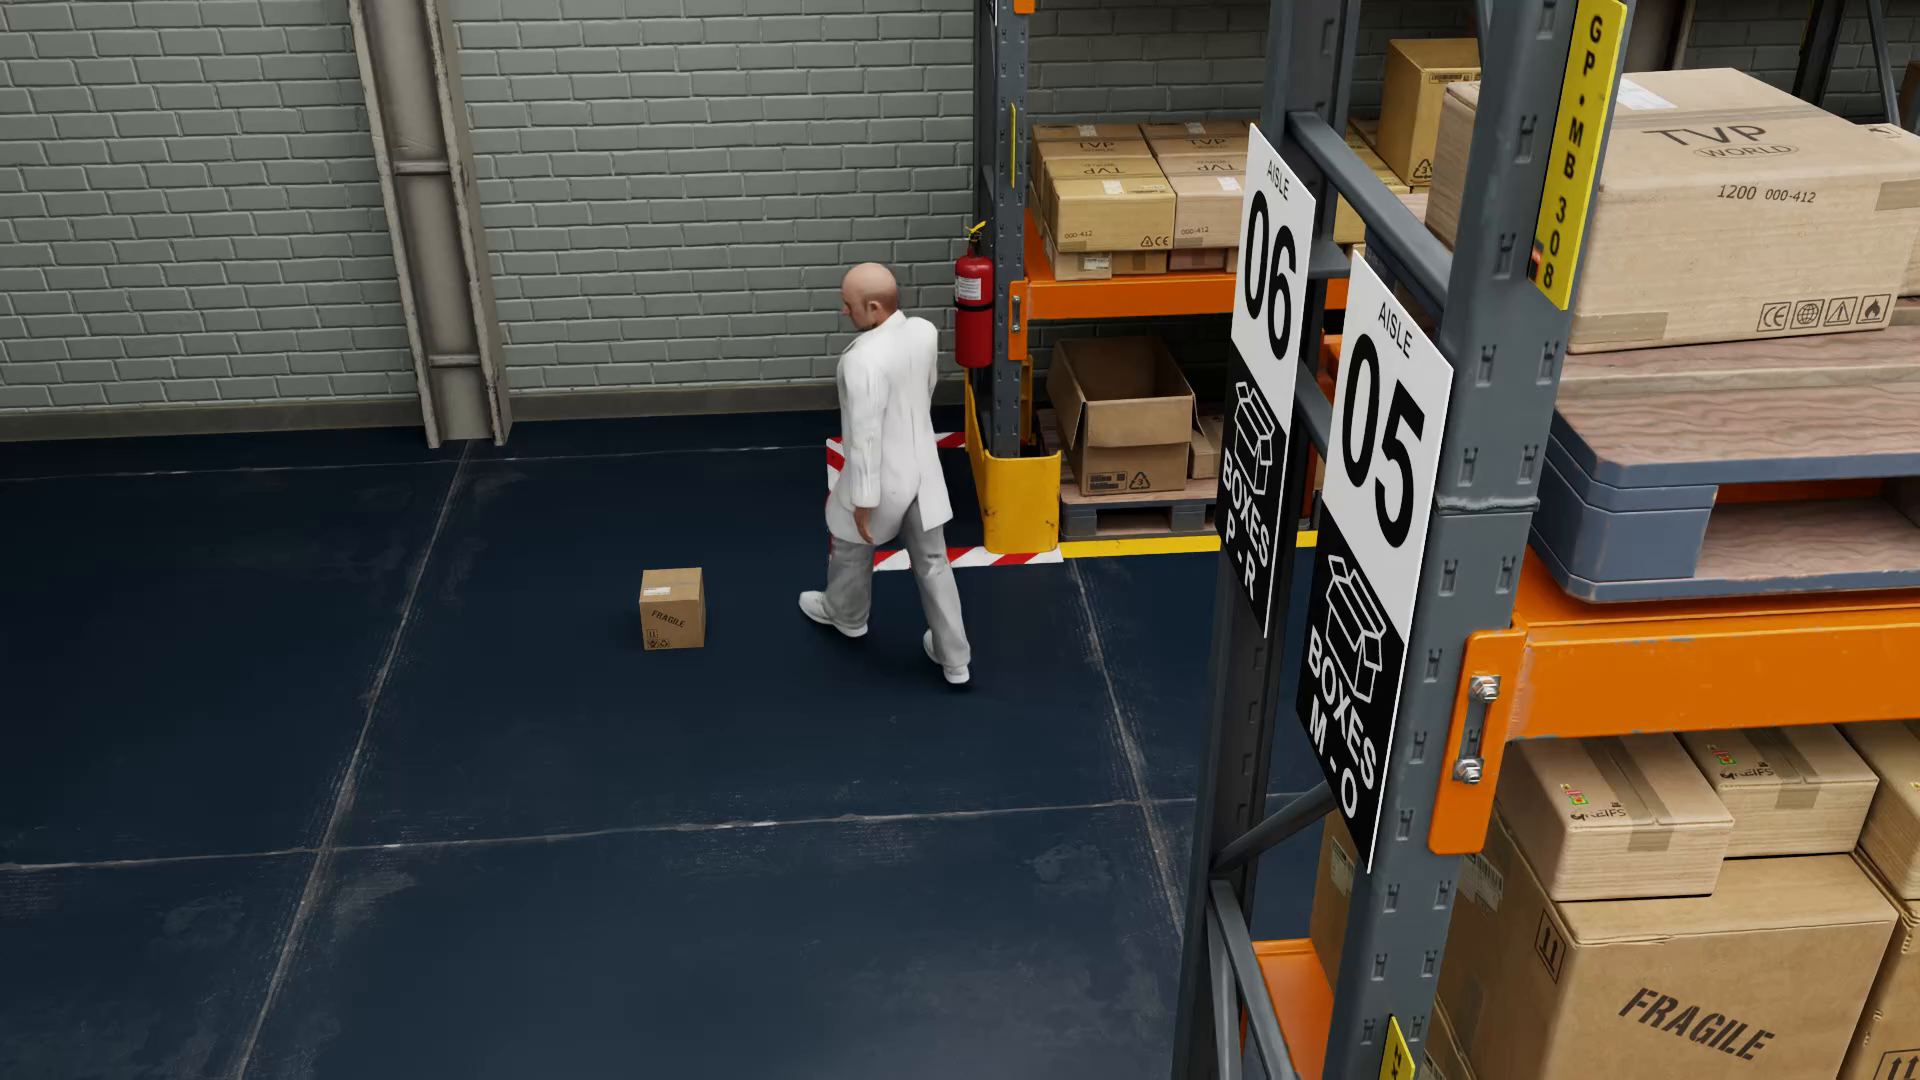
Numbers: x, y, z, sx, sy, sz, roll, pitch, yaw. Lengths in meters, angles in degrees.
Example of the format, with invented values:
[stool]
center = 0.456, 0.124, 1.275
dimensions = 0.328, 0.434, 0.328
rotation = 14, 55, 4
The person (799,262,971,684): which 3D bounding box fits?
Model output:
[person]
center = -0.308, -0.313, 6.641
dimensions = 0.938, 1.738, 0.700
rotation = 25, 39, 35
